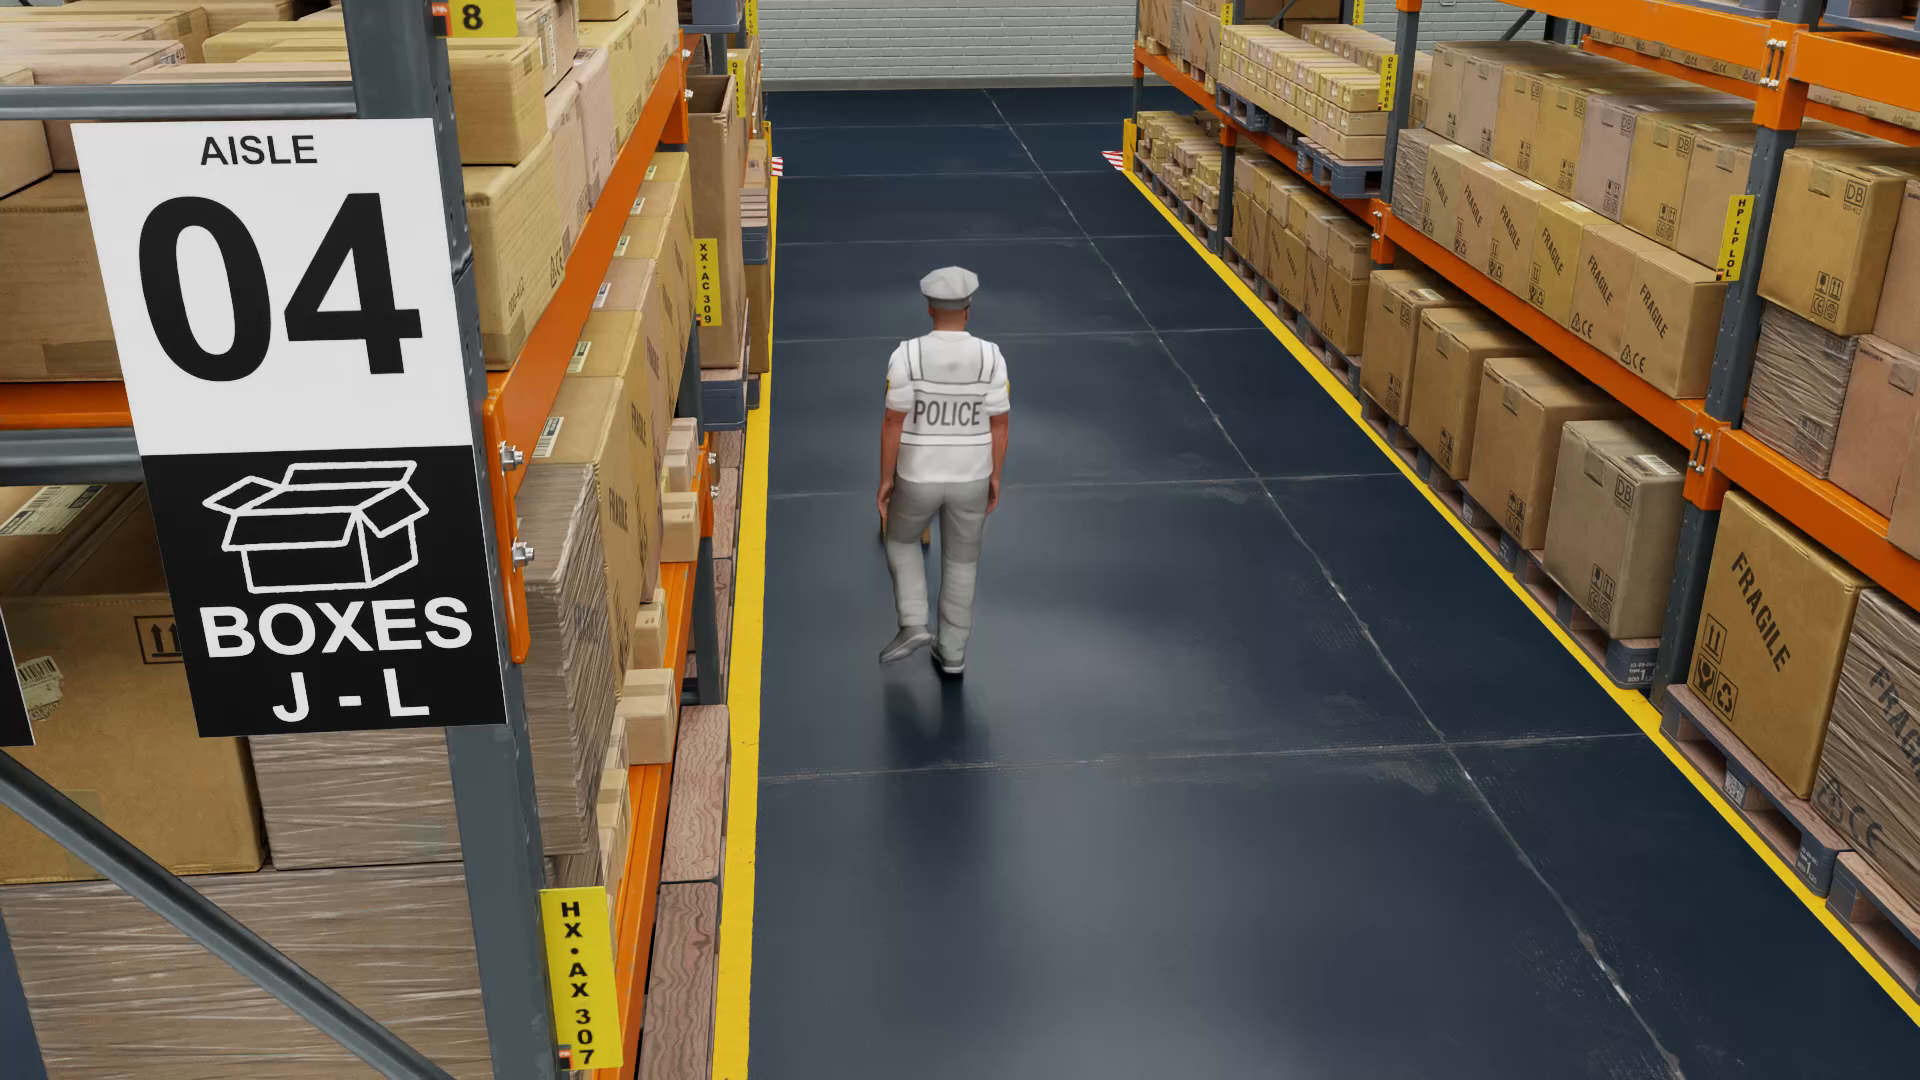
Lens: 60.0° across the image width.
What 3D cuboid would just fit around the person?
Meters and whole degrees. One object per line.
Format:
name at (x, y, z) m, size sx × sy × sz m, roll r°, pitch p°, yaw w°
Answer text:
person at (-0.076, -0.275, 7.153) m, size 0.579 × 1.758 × 0.474 m, roll -2°, pitch 24°, yaw -4°
